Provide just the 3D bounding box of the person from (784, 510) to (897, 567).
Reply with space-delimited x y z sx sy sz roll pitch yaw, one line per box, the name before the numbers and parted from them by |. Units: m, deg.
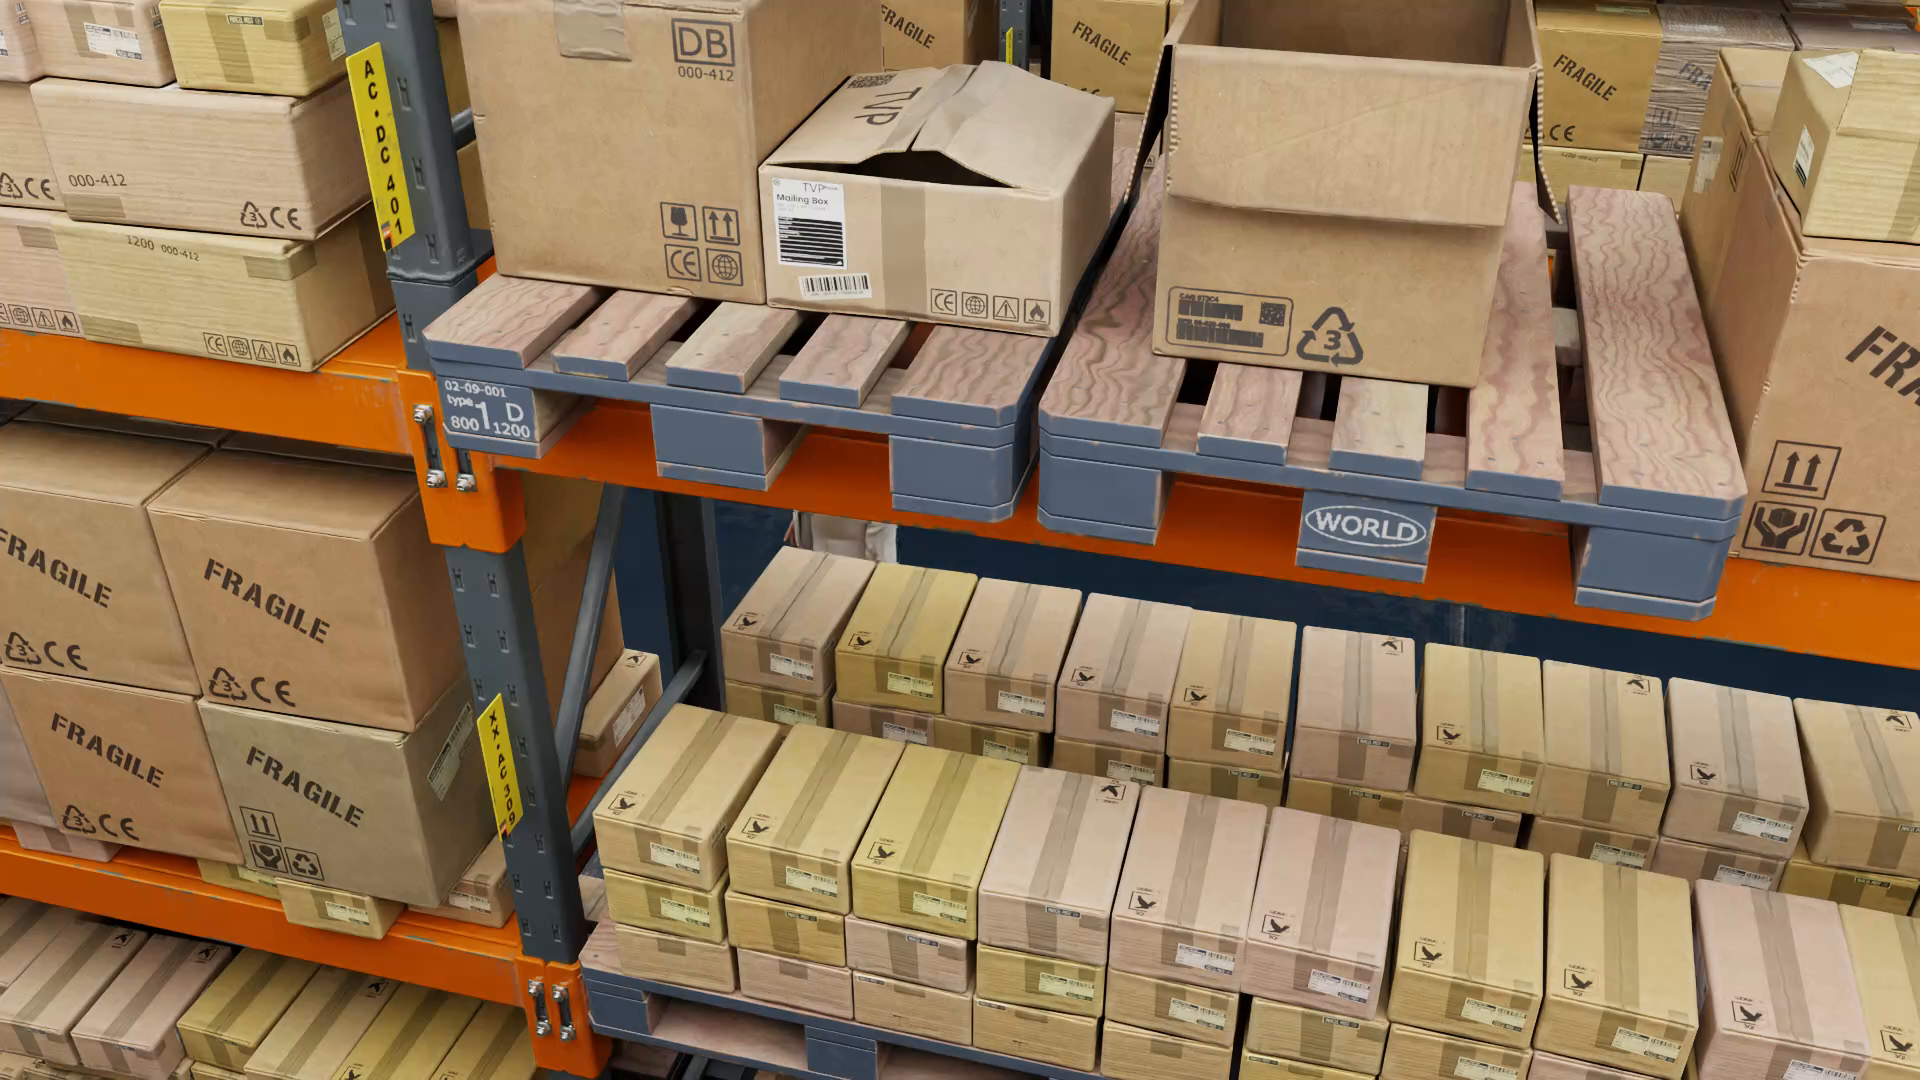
person | -0.512 0.017 6.105 0.700 1.770 0.590 -18 37 -26
